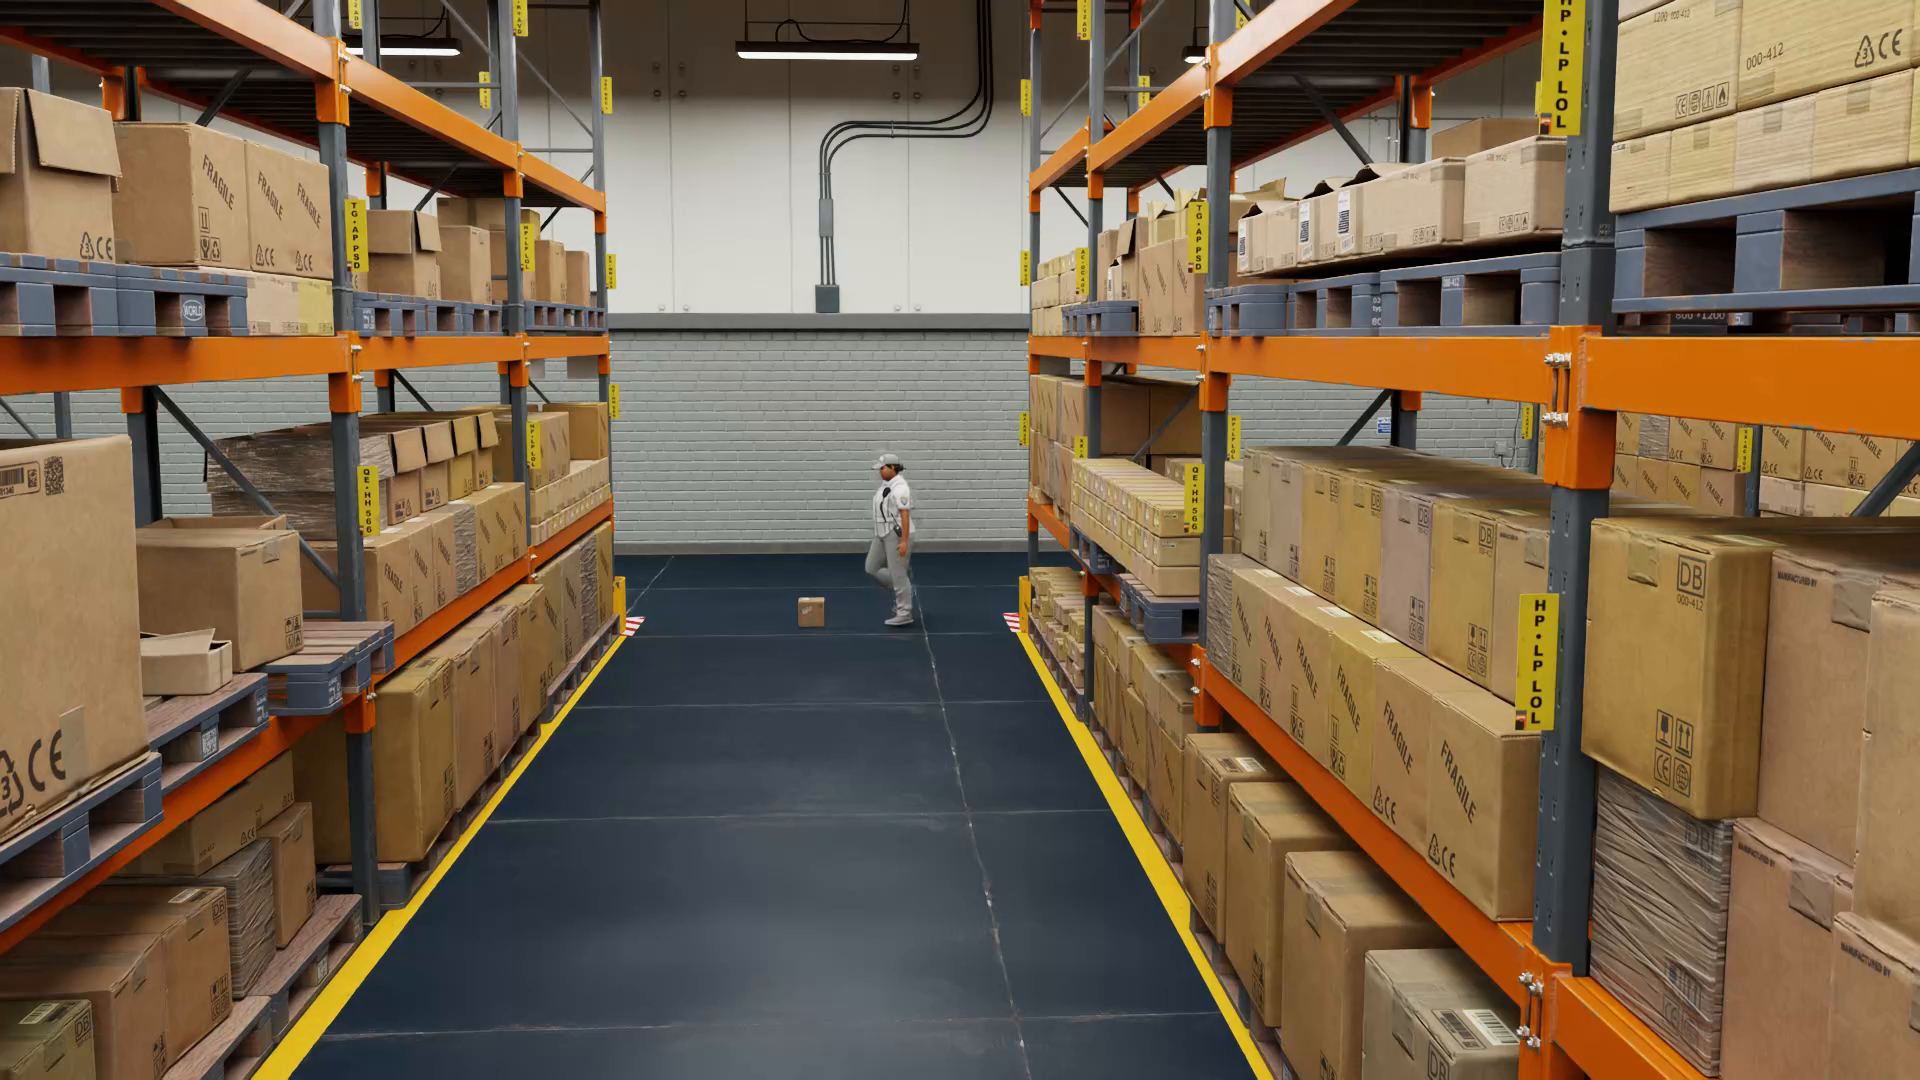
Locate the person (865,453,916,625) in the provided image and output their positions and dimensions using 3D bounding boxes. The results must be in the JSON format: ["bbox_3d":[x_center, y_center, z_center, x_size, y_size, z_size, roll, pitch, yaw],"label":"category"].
[{"bbox_3d":[-0.626,-0.019,16.240,0.479,1.661,0.548,-3,8,-24],"label":"person"}]
